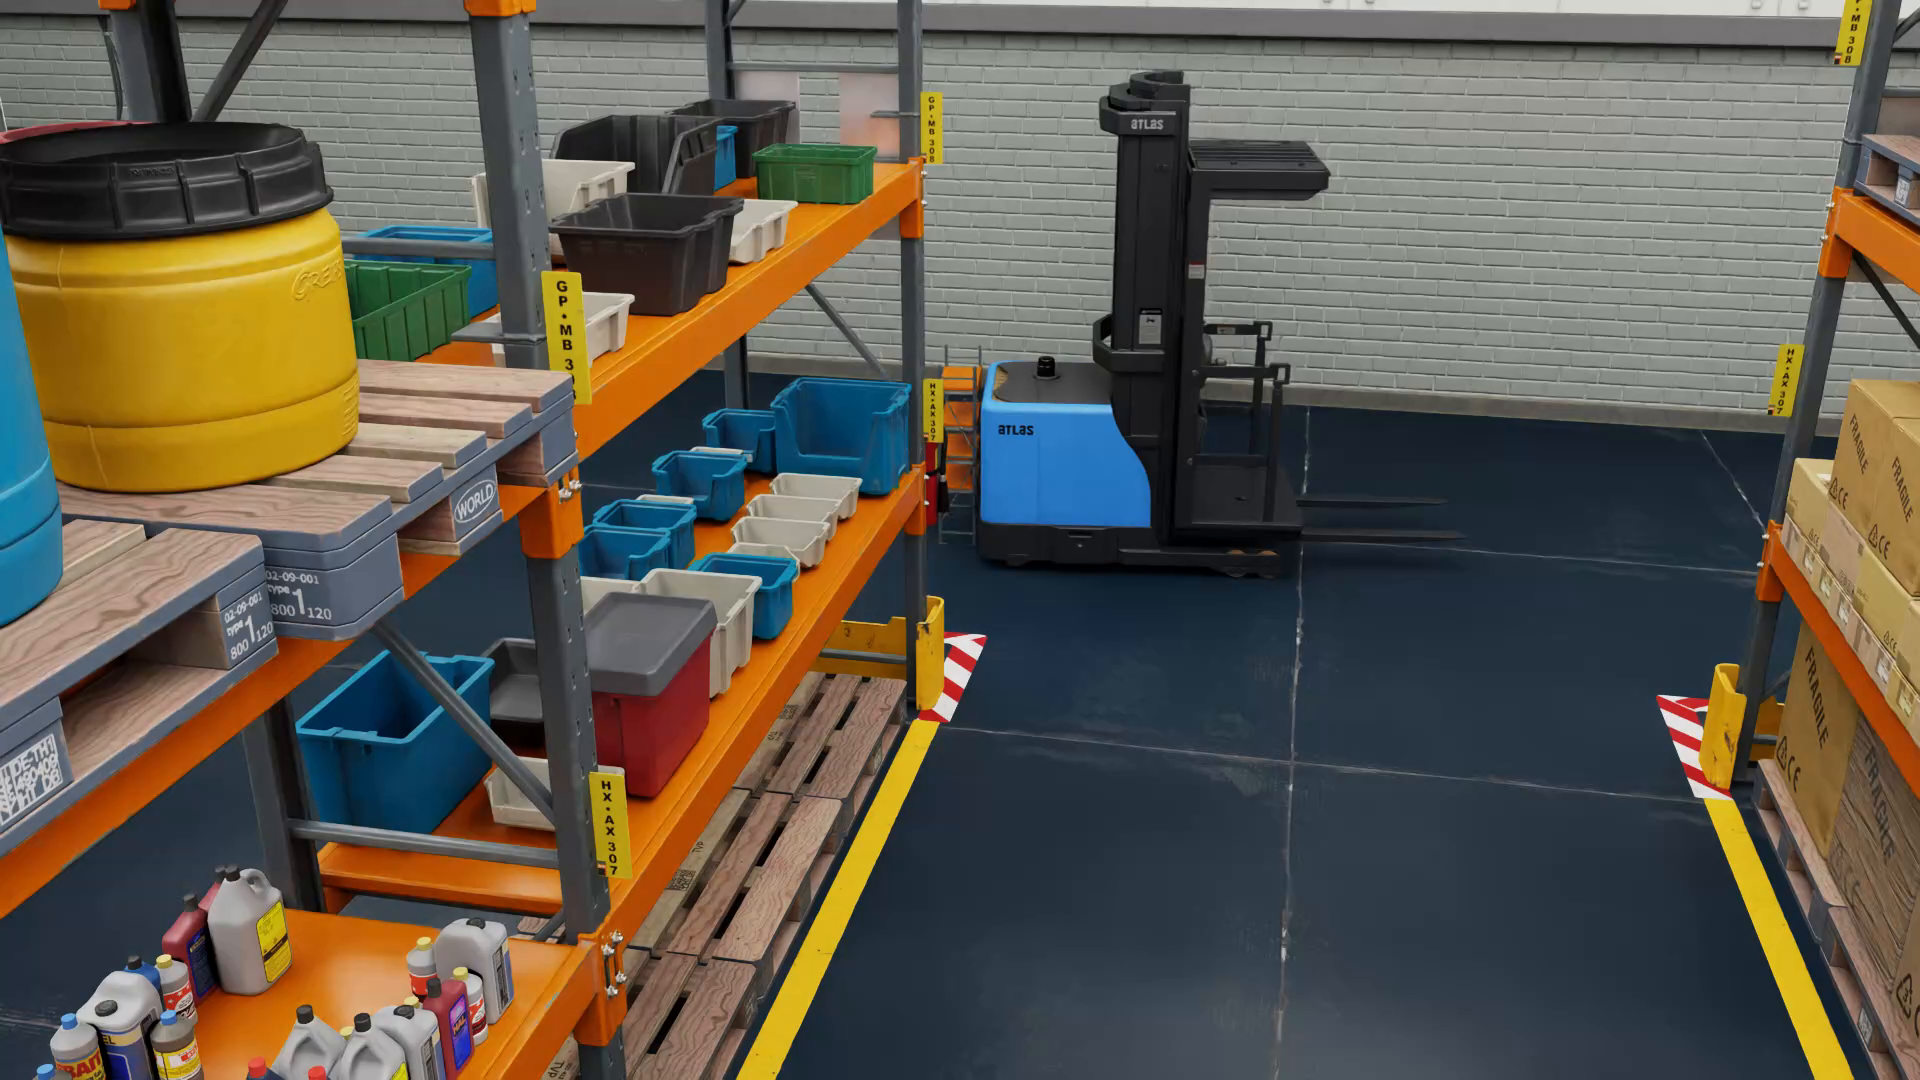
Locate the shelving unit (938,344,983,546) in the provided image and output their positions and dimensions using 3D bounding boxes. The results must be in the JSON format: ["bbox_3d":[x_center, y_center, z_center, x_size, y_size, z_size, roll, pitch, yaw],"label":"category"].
[{"bbox_3d":[0.001,-0.617,10.780,0.258,1.200,0.503,2,22,4],"label":"shelving unit"}]

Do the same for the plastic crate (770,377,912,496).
[{"bbox_3d":[-0.558,-0.505,7.964,0.616,0.435,0.499,4,22,11],"label":"plastic crate"}]

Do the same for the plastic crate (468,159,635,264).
[{"bbox_3d":[-1.427,-1.146,5.829,0.437,0.282,0.530,4,22,11],"label":"plastic crate"}]

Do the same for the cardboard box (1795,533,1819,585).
[{"bbox_3d":[3.729,0.096,6.937,0.380,0.149,0.250,4,22,10],"label":"cardboard box"}]

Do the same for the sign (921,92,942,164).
[{"bbox_3d":[-0.131,-1.904,7.691,0.100,0.325,0.005,4,22,11],"label":"sign"}]

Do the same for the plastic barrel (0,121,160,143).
[{"bbox_3d":[-1.842,-0.610,3.594,0.433,0.535,0.433,0,22,0],"label":"plastic barrel"}]

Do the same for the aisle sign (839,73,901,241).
[{"bbox_3d":[-0.371,-1.807,7.845,0.394,0.787,0.004,4,22,11],"label":"aisle sign"}]

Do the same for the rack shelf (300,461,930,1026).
[{"bbox_3d":[-1.081,0.468,6.639,1.077,0.370,4.000,4,22,11],"label":"rack shelf"}]

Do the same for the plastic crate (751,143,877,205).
[{"bbox_3d":[-0.595,-1.508,6.850,0.450,0.188,0.336,4,22,11],"label":"plastic crate"}]

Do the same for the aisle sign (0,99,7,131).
[{"bbox_3d":[-5.207,-2.184,8.780,0.394,0.787,0.004,4,22,11],"label":"aisle sign"}]

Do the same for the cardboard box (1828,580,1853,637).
[{"bbox_3d":[3.625,0.285,6.468,0.380,0.149,0.250,4,22,10],"label":"cardboard box"}]

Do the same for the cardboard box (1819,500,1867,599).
[{"bbox_3d":[3.714,0.058,6.498,0.500,0.250,0.500,4,22,10],"label":"cardboard box"}]

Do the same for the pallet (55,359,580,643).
[{"bbox_3d":[-1.553,-0.144,3.433,1.213,0.211,1.003,4,22,11],"label":"pallet"}]

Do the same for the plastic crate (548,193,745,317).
[{"bbox_3d":[-0.967,-0.898,5.229,0.497,0.269,0.590,4,22,11],"label":"plastic crate"}]

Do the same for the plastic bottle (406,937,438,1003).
[{"bbox_3d":[-1.379,1.124,4.313,0.097,0.201,0.097,0,22,0],"label":"plastic bottle"}]

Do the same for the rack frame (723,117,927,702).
[{"bbox_3d":[-0.673,-0.597,8.321,1.000,3.000,0.127,4,22,11],"label":"rack frame"}]

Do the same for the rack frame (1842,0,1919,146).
[{"bbox_3d":[4.176,-3.002,6.263,1.000,3.000,0.127,4,22,11],"label":"rack frame"}]

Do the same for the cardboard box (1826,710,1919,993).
[{"bbox_3d":[3.938,1.144,6.279,0.875,0.875,0.875,4,22,11],"label":"cardboard box"}]

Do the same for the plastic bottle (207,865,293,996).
[{"bbox_3d":[-1.886,1.007,4.403,0.144,0.351,0.185,4,22,11],"label":"plastic bottle"}]

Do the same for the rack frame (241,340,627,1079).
[{"bbox_3d":[-1.489,0.866,4.689,1.000,3.000,0.127,4,22,11],"label":"rack frame"}]

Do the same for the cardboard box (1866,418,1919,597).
[{"bbox_3d":[3.612,-0.108,5.905,0.500,0.500,0.500,4,22,9],"label":"cardboard box"}]

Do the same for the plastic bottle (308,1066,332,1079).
[{"bbox_3d":[-1.394,1.317,3.633,0.144,0.351,0.185,4,22,11],"label":"plastic bottle"}]

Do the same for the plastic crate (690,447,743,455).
[{"bbox_3d":[-1.192,-0.326,7.921,0.250,0.136,0.298,4,22,11],"label":"plastic crate"}]

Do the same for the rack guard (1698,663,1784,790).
[{"bbox_3d":[4.181,0.931,7.872,1.175,0.500,0.348,4,22,11],"label":"rack guard"}]

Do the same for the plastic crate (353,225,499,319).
[{"bbox_3d":[-1.616,-0.805,5.047,0.416,0.233,0.300,4,22,11],"label":"plastic crate"}]

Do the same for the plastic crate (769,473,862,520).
[{"bbox_3d":[-0.662,-0.191,7.584,0.396,0.136,0.243,4,22,11],"label":"plastic crate"}]

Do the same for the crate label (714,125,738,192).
[{"bbox_3d":[-1.177,-1.607,7.012,0.408,0.251,0.502,4,22,11],"label":"crate label"}]

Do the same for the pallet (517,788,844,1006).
[{"bbox_3d":[-1.130,1.440,6.996,1.003,0.211,1.213,4,22,11],"label":"pallet"}]

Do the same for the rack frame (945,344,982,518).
[{"bbox_3d":[0.020,-0.708,11.005,0.240,1.200,0.015,2,22,4],"label":"rack frame"}]

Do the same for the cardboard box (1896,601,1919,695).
[{"bbox_3d":[3.507,0.432,5.567,0.500,0.250,0.500,4,22,10],"label":"cardboard box"}]

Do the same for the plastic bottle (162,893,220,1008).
[{"bbox_3d":[-2.009,1.070,4.337,0.061,0.283,0.133,4,22,11],"label":"plastic bottle"}]

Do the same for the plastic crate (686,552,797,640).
[{"bbox_3d":[-0.841,0.223,6.428,0.416,0.233,0.300,4,22,11],"label":"plastic crate"}]

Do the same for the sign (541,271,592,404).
[{"bbox_3d":[-0.951,-0.487,4.021,0.100,0.325,0.005,4,22,11],"label":"sign"}]

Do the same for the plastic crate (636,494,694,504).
[{"bbox_3d":[-1.330,-0.078,7.306,0.250,0.136,0.298,4,22,11],"label":"plastic crate"}]

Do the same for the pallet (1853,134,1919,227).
[{"bbox_3d":[4.035,-1.298,6.164,1.003,0.211,1.213,4,22,11],"label":"pallet"}]

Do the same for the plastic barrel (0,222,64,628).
[{"bbox_3d":[-1.688,-0.317,2.377,0.600,0.901,0.708,4,22,11],"label":"plastic barrel"}]

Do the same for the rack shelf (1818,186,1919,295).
[{"bbox_3d":[3.768,-0.546,5.141,1.077,0.370,4.000,4,22,11],"label":"rack shelf"}]

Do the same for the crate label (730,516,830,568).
[{"bbox_3d":[-0.768,0.018,7.066,0.396,0.136,0.243,4,22,11],"label":"crate label"}]

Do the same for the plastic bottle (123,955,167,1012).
[{"bbox_3d":[-2.034,1.155,4.143,0.097,0.271,0.097,0,22,0],"label":"plastic bottle"}]

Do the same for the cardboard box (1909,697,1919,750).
[{"bbox_3d":[3.416,0.660,5.535,0.380,0.149,0.250,5,22,12],"label":"cardboard box"}]

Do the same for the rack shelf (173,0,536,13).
[{"bbox_3d":[-1.081,-2.129,5.593,1.077,0.370,4.000,4,22,11],"label":"rack shelf"}]

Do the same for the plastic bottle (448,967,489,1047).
[{"bbox_3d":[-1.250,1.171,4.196,0.097,0.201,0.097,0,22,0],"label":"plastic bottle"}]

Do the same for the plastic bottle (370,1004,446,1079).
[{"bbox_3d":[-1.328,1.226,3.961,0.152,0.276,0.135,4,22,11],"label":"plastic bottle"}]

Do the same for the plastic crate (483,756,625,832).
[{"bbox_3d":[-1.254,0.801,5.122,0.396,0.136,0.243,4,22,11],"label":"plastic crate"}]

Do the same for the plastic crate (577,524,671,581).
[{"bbox_3d":[-1.375,0.109,6.711,0.416,0.233,0.300,4,22,11],"label":"plastic crate"}]

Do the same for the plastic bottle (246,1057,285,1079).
[{"bbox_3d":[-1.535,1.306,3.661,0.144,0.351,0.185,4,22,11],"label":"plastic bottle"}]

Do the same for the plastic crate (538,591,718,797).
[{"bbox_3d":[-1.061,0.501,5.429,0.402,0.464,0.583,4,22,11],"label":"plastic crate"}]

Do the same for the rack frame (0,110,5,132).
[{"bbox_3d":[-5.521,-0.976,9.262,1.000,3.000,0.127,4,22,11],"label":"rack frame"}]

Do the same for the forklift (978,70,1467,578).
[{"bbox_3d":[1.654,-1.330,10.233,3.031,2.935,1.130,1,22,4],"label":"forklift"}]

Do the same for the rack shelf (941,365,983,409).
[{"bbox_3d":[0.001,-0.982,10.633,0.258,0.148,0.480,2,22,4],"label":"rack shelf"}]

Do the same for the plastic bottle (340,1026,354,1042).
[{"bbox_3d":[-1.454,1.258,3.982,0.097,0.201,0.097,0,22,0],"label":"plastic bottle"}]

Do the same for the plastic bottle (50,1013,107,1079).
[{"bbox_3d":[-2.082,1.240,3.932,0.097,0.271,0.097,0,22,0],"label":"plastic bottle"}]

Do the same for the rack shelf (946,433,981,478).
[{"bbox_3d":[0.001,-0.555,10.805,0.258,0.148,0.480,2,22,4],"label":"rack shelf"}]

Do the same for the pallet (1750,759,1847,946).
[{"bbox_3d":[4.089,1.372,7.164,1.003,0.211,1.213,4,22,11],"label":"pallet"}]

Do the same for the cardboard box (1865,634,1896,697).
[{"bbox_3d":[3.520,0.472,6.002,0.380,0.149,0.250,4,22,10],"label":"cardboard box"}]

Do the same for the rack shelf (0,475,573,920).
[{"bbox_3d":[-1.897,0.540,2.446,1.077,0.370,4.000,4,22,11],"label":"rack shelf"}]

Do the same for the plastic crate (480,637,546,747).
[{"bbox_3d":[-1.524,0.536,5.796,0.437,0.125,0.590,4,22,11],"label":"plastic crate"}]

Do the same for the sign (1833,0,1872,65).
[{"bbox_3d":[3.634,-2.098,6.755,0.100,0.325,0.005,4,22,11],"label":"sign"}]
